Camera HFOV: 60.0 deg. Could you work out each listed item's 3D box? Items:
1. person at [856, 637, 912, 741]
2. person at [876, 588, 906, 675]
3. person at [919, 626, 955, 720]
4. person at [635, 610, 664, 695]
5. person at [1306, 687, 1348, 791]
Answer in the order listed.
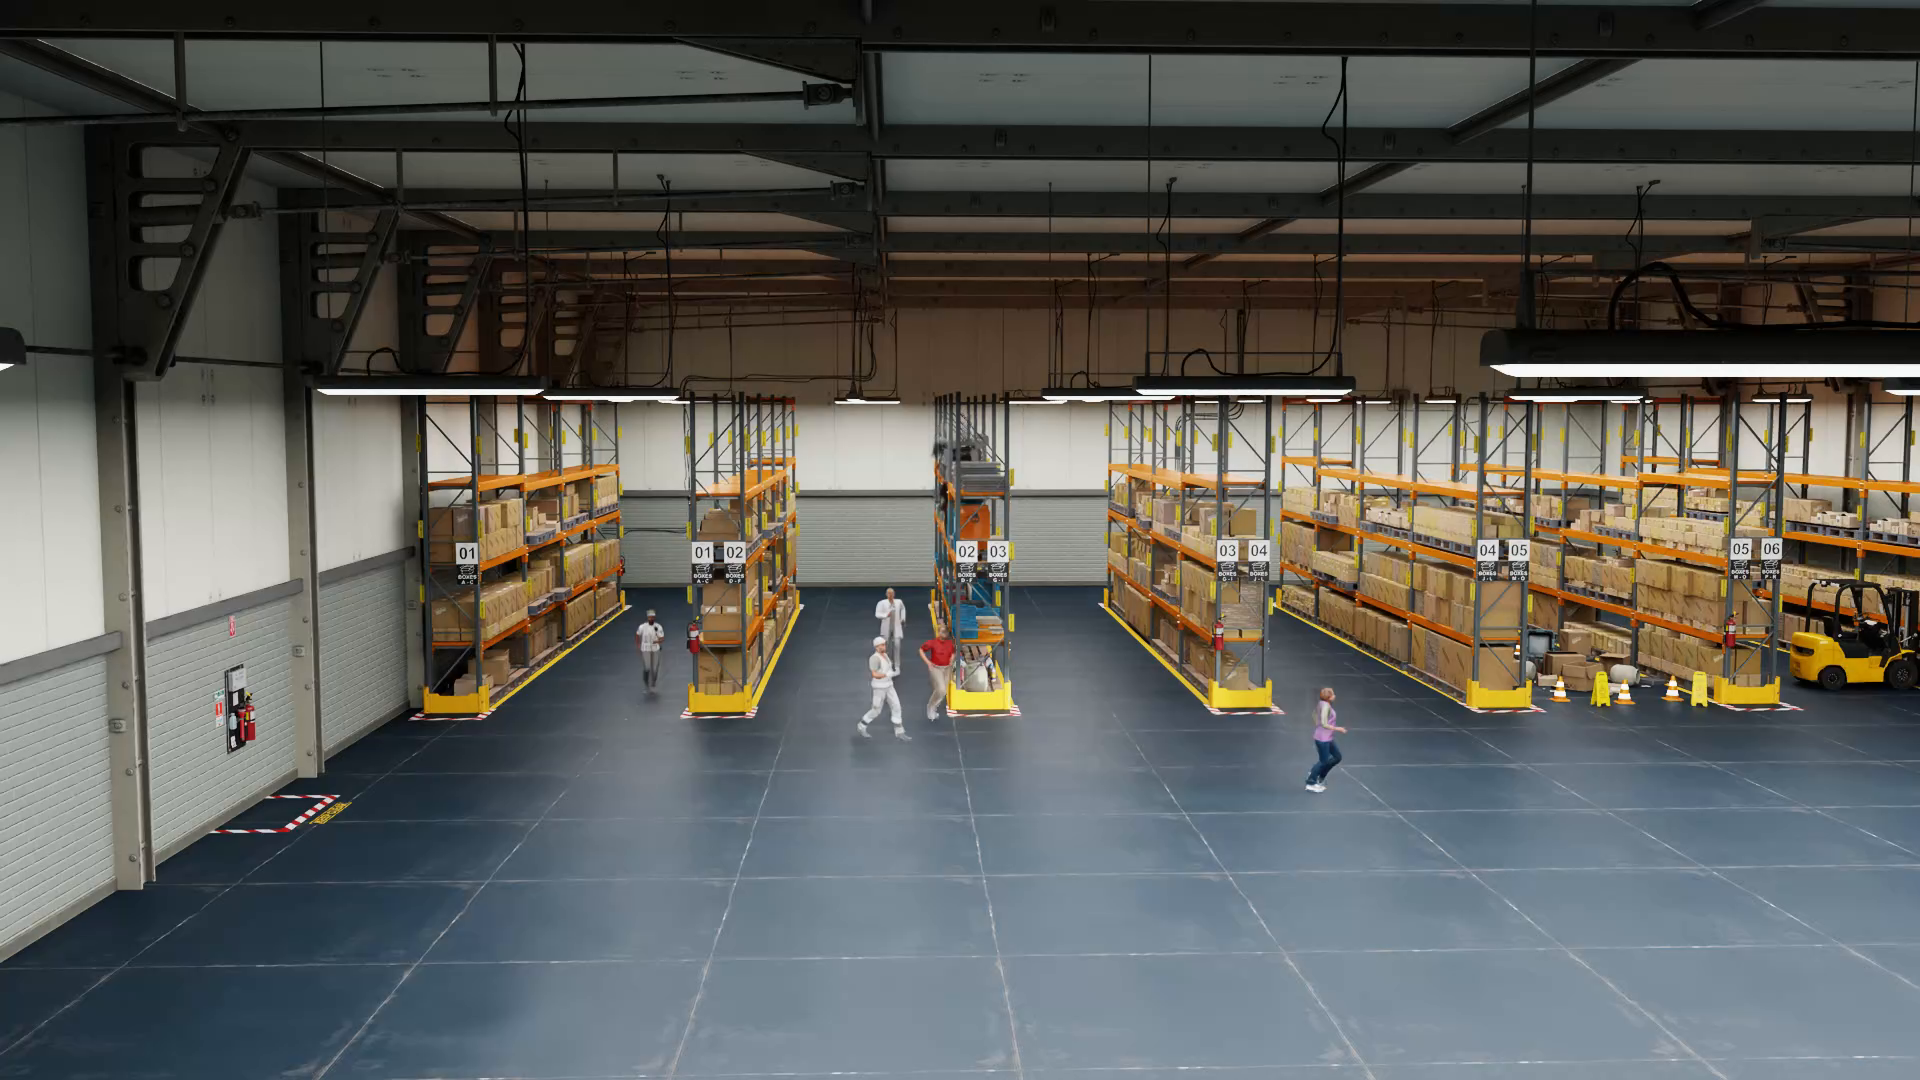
[{"bbox_3d":[-1.299,2.537,28.447,0.992,1.775,0.670,2,5,28],"label":"person"},{"bbox_3d":[-1.490,1.945,35.884,0.678,1.829,0.923,-1,5,-9],"label":"person"},{"bbox_3d":[-0.353,2.442,30.512,0.688,1.728,0.605,-3,6,-35],"label":"person"},{"bbox_3d":[-6.160,2.230,33.098,0.546,1.695,0.666,-1,5,-17],"label":"person"},{"bbox_3d":[5.438,2.956,24.647,0.604,1.568,0.541,1,5,17],"label":"person"}]
